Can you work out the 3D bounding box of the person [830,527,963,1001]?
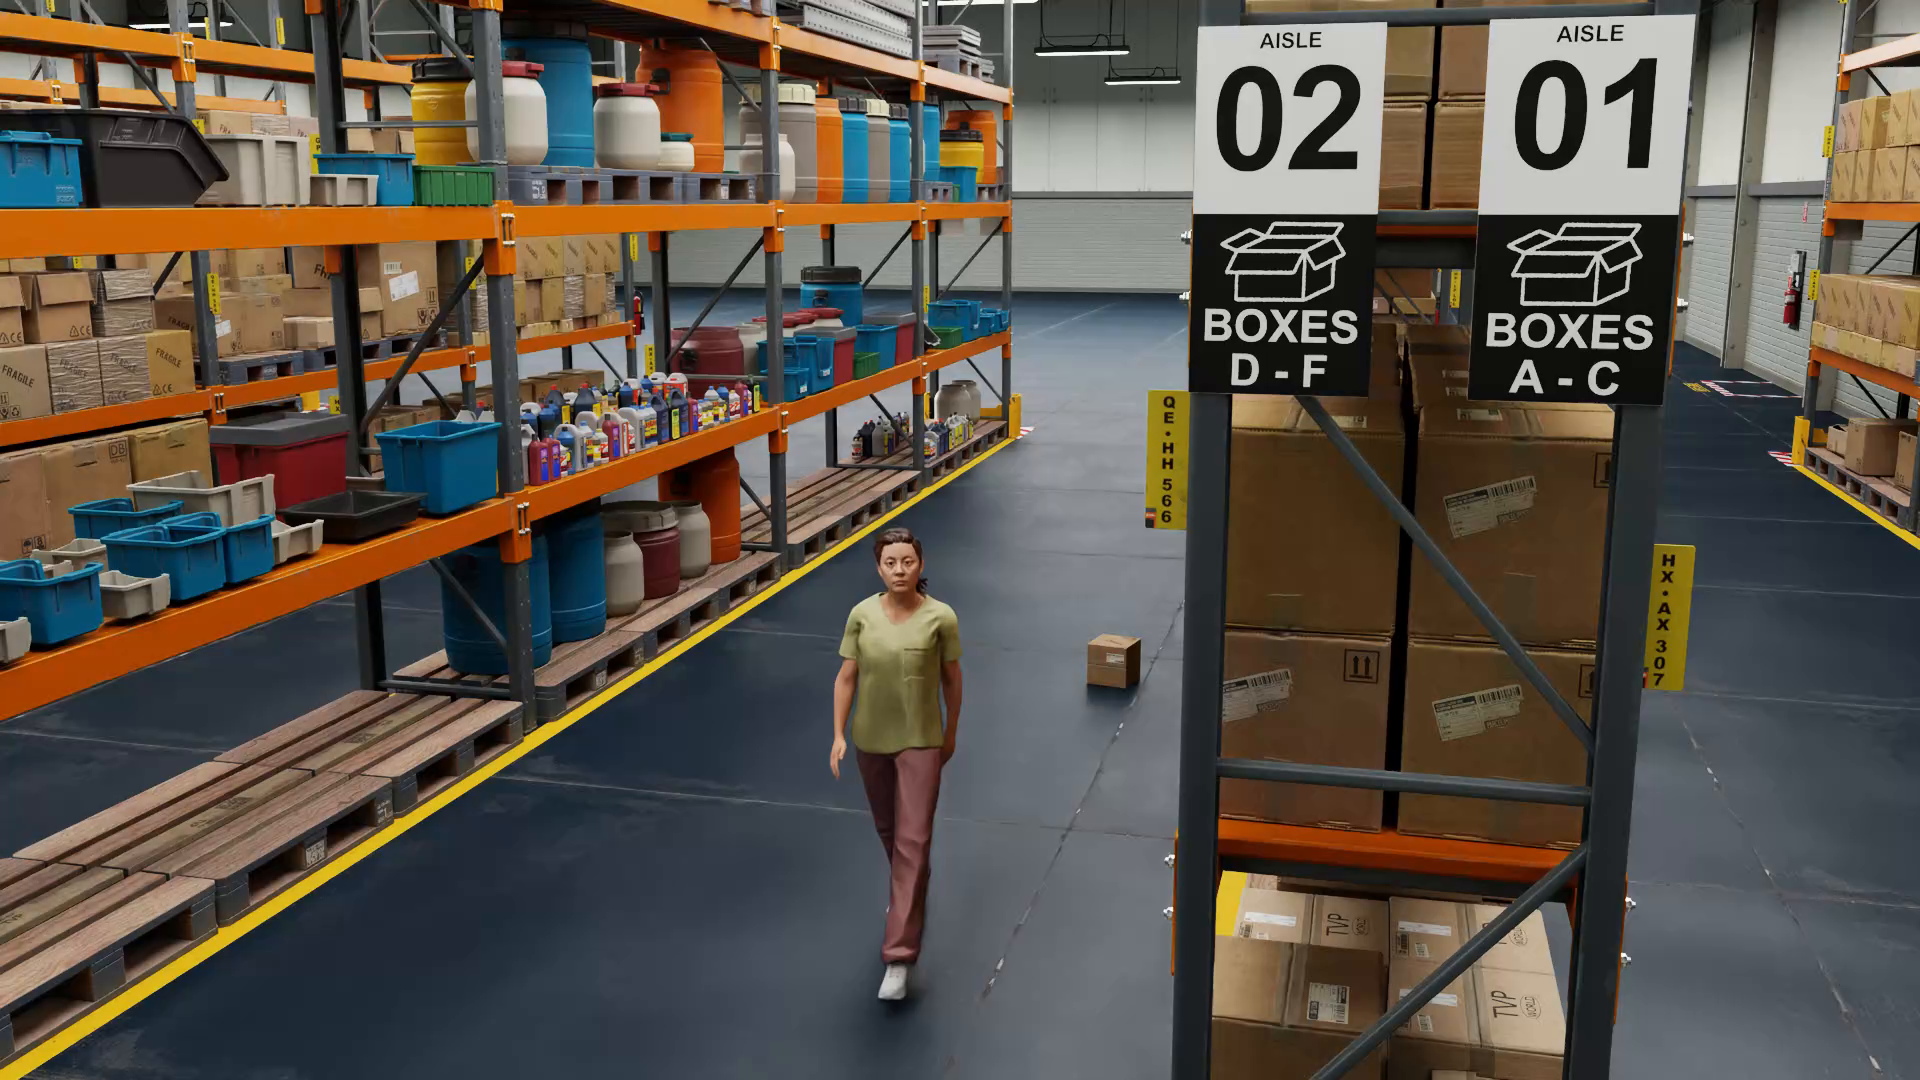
[{"bbox_3d":[-0.252,0.763,6.182,0.453,1.611,1.002,3,12,12],"label":"person"}]
